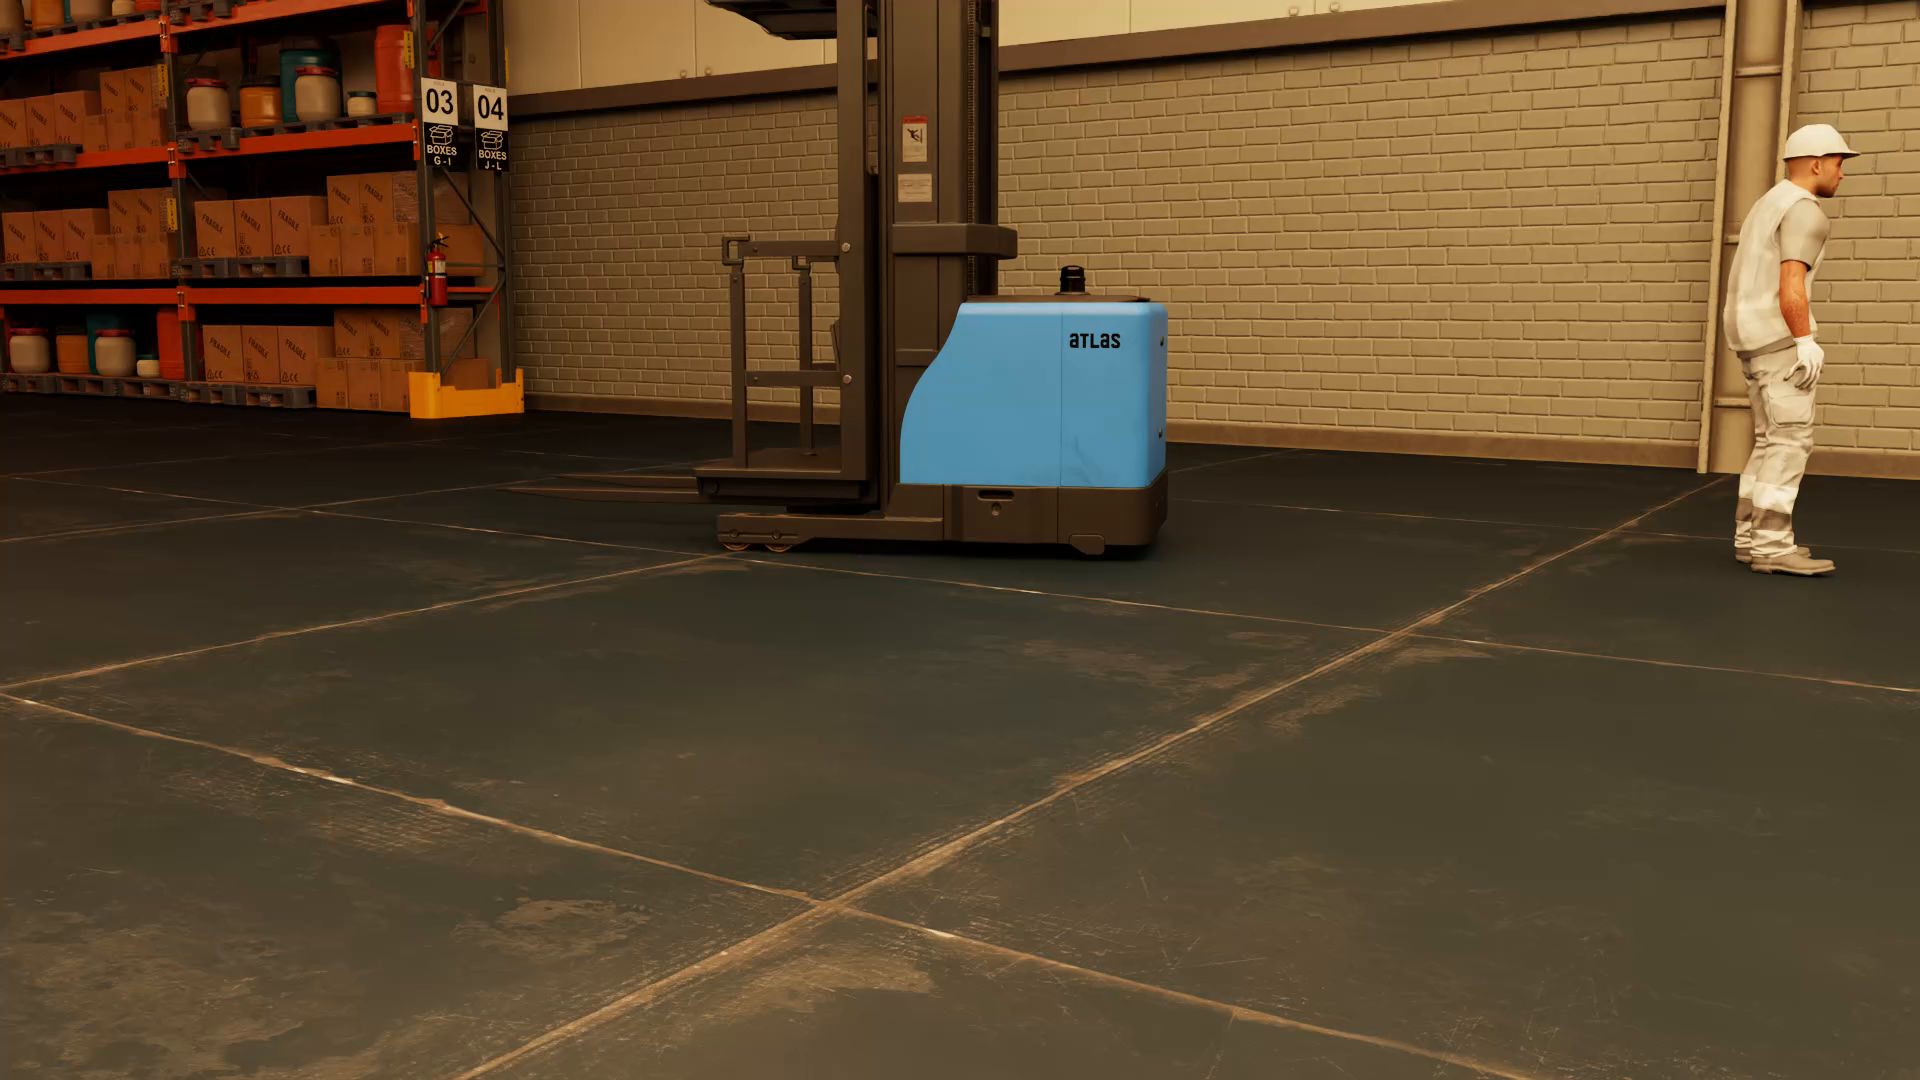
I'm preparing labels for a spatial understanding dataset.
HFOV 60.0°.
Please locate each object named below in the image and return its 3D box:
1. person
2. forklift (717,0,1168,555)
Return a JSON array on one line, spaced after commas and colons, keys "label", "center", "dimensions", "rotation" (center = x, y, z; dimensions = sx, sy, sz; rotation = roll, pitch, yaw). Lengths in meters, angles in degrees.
[{"label": "person", "center": [3.343, -0.799, 6.718], "dimensions": [0.453, 1.719, 0.609], "rotation": [2, 8, 12]}, {"label": "forklift", "center": [-0.596, -1.469, 7.520], "dimensions": [3.031, 2.935, 1.130], "rotation": [2, 8, 12]}]
